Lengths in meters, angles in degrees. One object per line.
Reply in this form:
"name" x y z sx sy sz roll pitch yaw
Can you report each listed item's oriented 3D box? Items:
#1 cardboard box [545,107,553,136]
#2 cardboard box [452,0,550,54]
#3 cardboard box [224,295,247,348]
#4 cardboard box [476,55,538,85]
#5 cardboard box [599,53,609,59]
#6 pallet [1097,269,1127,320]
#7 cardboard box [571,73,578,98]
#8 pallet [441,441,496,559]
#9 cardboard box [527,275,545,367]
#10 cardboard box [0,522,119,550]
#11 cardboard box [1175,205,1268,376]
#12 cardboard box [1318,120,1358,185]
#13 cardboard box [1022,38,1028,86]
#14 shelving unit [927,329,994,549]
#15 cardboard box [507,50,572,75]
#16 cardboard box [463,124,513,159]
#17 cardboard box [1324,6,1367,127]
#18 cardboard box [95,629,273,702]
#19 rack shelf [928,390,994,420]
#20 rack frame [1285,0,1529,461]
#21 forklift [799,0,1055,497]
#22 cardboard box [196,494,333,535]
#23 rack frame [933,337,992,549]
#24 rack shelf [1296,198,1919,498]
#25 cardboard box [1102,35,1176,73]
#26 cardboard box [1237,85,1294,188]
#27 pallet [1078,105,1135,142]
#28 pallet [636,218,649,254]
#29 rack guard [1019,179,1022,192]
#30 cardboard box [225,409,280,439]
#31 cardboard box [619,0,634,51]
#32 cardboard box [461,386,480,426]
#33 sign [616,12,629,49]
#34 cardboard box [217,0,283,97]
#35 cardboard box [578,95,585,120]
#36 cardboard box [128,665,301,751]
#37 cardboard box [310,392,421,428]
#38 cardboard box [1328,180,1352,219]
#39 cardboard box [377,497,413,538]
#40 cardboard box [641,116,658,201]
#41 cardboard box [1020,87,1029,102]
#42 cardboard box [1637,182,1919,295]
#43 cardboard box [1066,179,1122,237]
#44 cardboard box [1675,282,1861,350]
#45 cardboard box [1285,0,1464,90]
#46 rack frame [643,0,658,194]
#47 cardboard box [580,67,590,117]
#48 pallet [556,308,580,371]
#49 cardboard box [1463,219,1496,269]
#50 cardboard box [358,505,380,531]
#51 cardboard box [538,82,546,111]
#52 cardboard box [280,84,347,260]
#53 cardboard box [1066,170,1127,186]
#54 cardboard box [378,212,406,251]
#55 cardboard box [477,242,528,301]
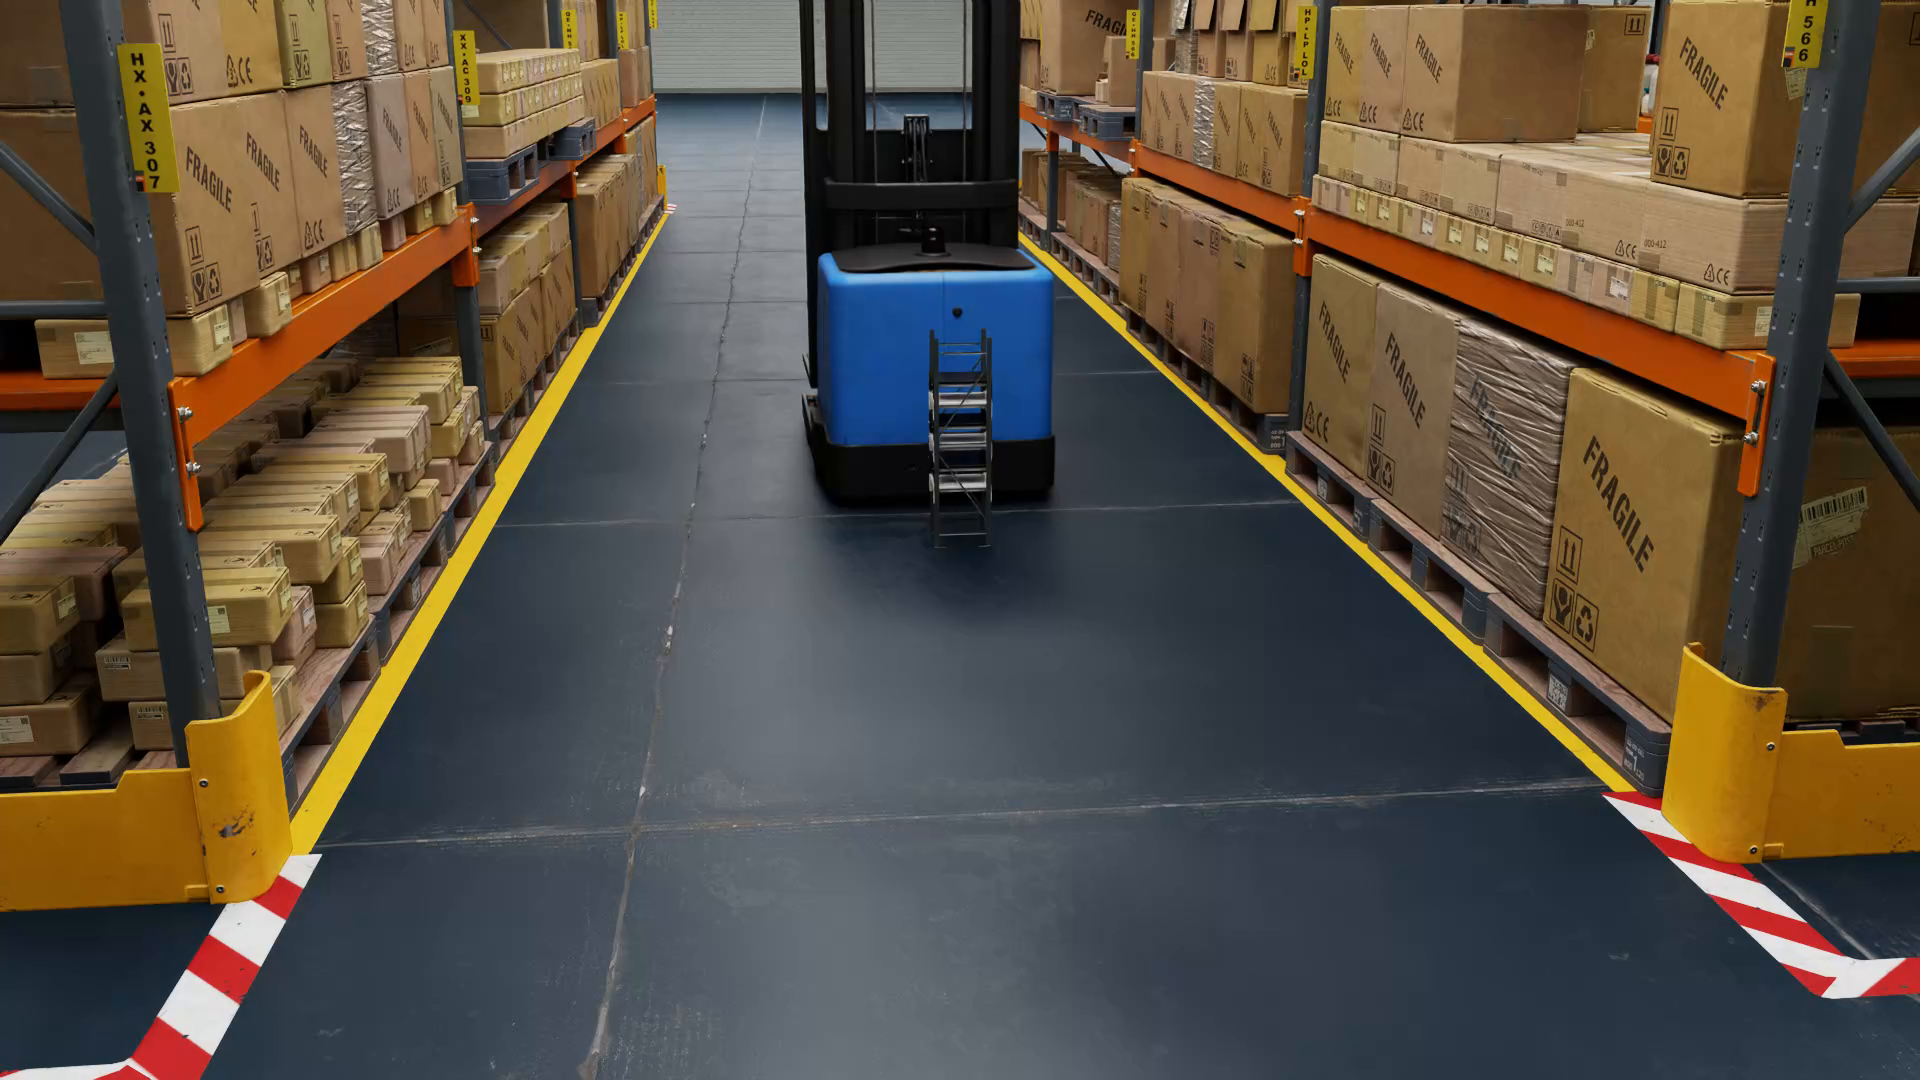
"cardboard box" -2.530 -2.387 9.491 0.380 0.149 0.250 -3 18 -8
"cardboard box" -3.233 -3.562 11.678 0.700 0.500 0.500 -2 18 -6
"cardboard box" -2.146 -0.581 4.438 0.380 0.149 0.250 -1 17 -4
"cardboard box" -2.476 -2.517 8.912 0.380 0.149 0.250 -2 18 -6
"cardboard box" -3.659 -4.276 15.538 0.875 0.550 0.550 -2 18 -6
"pallet" 1.668 -1.928 12.967 1.003 0.211 1.213 -2 18 -6
"cardboard box" -2.663 -2.913 10.668 0.380 0.149 0.250 -1 17 -4
"pallet" -2.679 -0.182 7.403 1.003 0.211 1.213 -2 18 -6
"cardboard box" -2.720 -1.260 9.656 0.500 0.500 0.500 -1 17 -5
"cardboard box" -2.800 0.057 5.053 0.380 0.149 0.250 -2 18 -7
"cardboard box" 1.981 -1.477 9.720 1.225 0.875 0.875 -2 18 -8
"cardboard box" 1.948 -1.756 7.518 0.500 0.250 0.500 -2 18 -7
"cardboard box" 1.131 -5.139 17.874 0.875 0.500 0.500 -2 18 -6
"shelving unit" 0.001 -0.427 7.035 0.258 0.900 0.210 -2 18 -6
"cardboard box" -2.639 -2.982 10.394 0.380 0.149 0.250 -1 17 -4
"cardboard box" -2.367 -1.923 8.013 0.380 0.149 0.250 -3 18 -8
"cardboard box" 1.955 -2.112 7.398 0.500 0.500 0.500 -2 18 -6
"cardboard box" -2.170 0.335 4.666 0.380 0.149 0.250 -1 17 -3
"rack shelf" 0.001 -0.567 6.991 0.258 0.077 0.200 -2 18 -6
"rack frame" 2.160 -1.834 8.012 1.000 3.000 0.127 -2 18 -6
"forklift" -0.279 -1.991 8.625 1.130 2.935 3.031 -2 18 -8
"cardboard box" -2.242 -0.039 5.358 0.380 0.149 0.250 -3 18 -8
"rack frame" 0.011 -0.397 6.938 0.240 0.900 0.006 -2 18 -6
"rack shelf" 2.366 -0.895 6.221 1.077 0.370 4.000 -2 18 -6
"cardboard box" 1.606 -3.954 13.889 0.797 0.503 0.637 0 17 0
"cardboard box" 1.796 -2.160 8.884 0.500 0.500 0.500 -1 17 -4
"pallet" 1.568 -3.143 12.502 1.213 0.211 1.003 -2 18 -6
"pallet" -3.610 -2.993 16.358 1.003 0.211 1.213 -2 18 -6
"rack guard" 0.930 -4.194 19.702 1.175 0.500 0.348 -2 18 -6
"cardboard box" -2.915 -0.413 6.550 0.380 0.149 0.250 -1 17 -4
"cardboard box" -3.704 -5.118 16.417 0.875 0.550 0.550 -2 18 -6
"cardboard box" -2.435 -0.609 7.671 0.380 0.149 0.250 -1 17 -5
"sign" -3.070 -4.629 15.113 0.100 0.325 0.005 -2 18 -6
"cardboard box" -2.212 -1.478 4.545 0.500 0.500 0.500 -1 17 -4
"cardboard box" -2.688 -2.851 10.967 0.380 0.149 0.250 -1 17 -5
"cardboard box" -2.107 0.474 4.716 0.380 0.149 0.250 -1 17 -5
"cardboard box" -2.440 -0.509 6.854 0.380 0.149 0.250 -1 17 -4
"cardboard box" 1.887 -1.538 7.487 0.380 0.149 0.250 -2 18 -7
"cardboard box" -2.338 -0.057 6.409 0.380 0.149 0.250 -1 17 -5
"cardboard box" -3.886 -4.273 18.626 0.875 0.875 0.875 -2 18 -5
"cardboard box" 0.773 -4.747 17.710 0.380 0.149 0.250 -2 18 -6
"cardboard box" 2.259 -0.849 4.627 0.500 0.250 0.500 -2 18 -7
"cardboard box" 1.377 -3.051 15.327 0.700 0.500 0.500 -3 18 -10
"cardboard box" 2.208 -0.619 4.559 0.380 0.149 0.250 -1 17 -5
"cardboard box" 2.086 -2.551 8.452 0.797 0.503 0.637 -2 18 -7
"rack frame" -4.022 -5.286 19.007 1.000 3.000 0.127 -2 18 -6
"cardboard box" -3.029 -3.244 12.335 0.500 0.500 0.500 -2 18 -6
"pallet" -3.117 -1.340 11.091 1.003 0.211 1.213 -2 18 -6
"cardboard box" 2.051 -1.074 6.010 0.380 0.149 0.250 -1 17 -5
"cardboard box" -2.383 -0.135 6.162 0.380 0.149 0.250 -1 17 -3
"cardboard box" -2.507 -2.456 9.213 0.380 0.149 0.250 -2 18 -7
"cardboard box" -2.261 -1.156 5.189 0.500 0.500 0.500 -2 17 -5
"cardboard box" 1.334 -3.346 16.299 0.500 0.500 0.500 -2 18 -7
"cardboard box" -2.359 -1.201 6.414 0.380 0.149 0.250 -3 18 -8
"cardboard box" -2.655 -1.464 9.051 0.500 0.250 0.500 -1 17 -4
